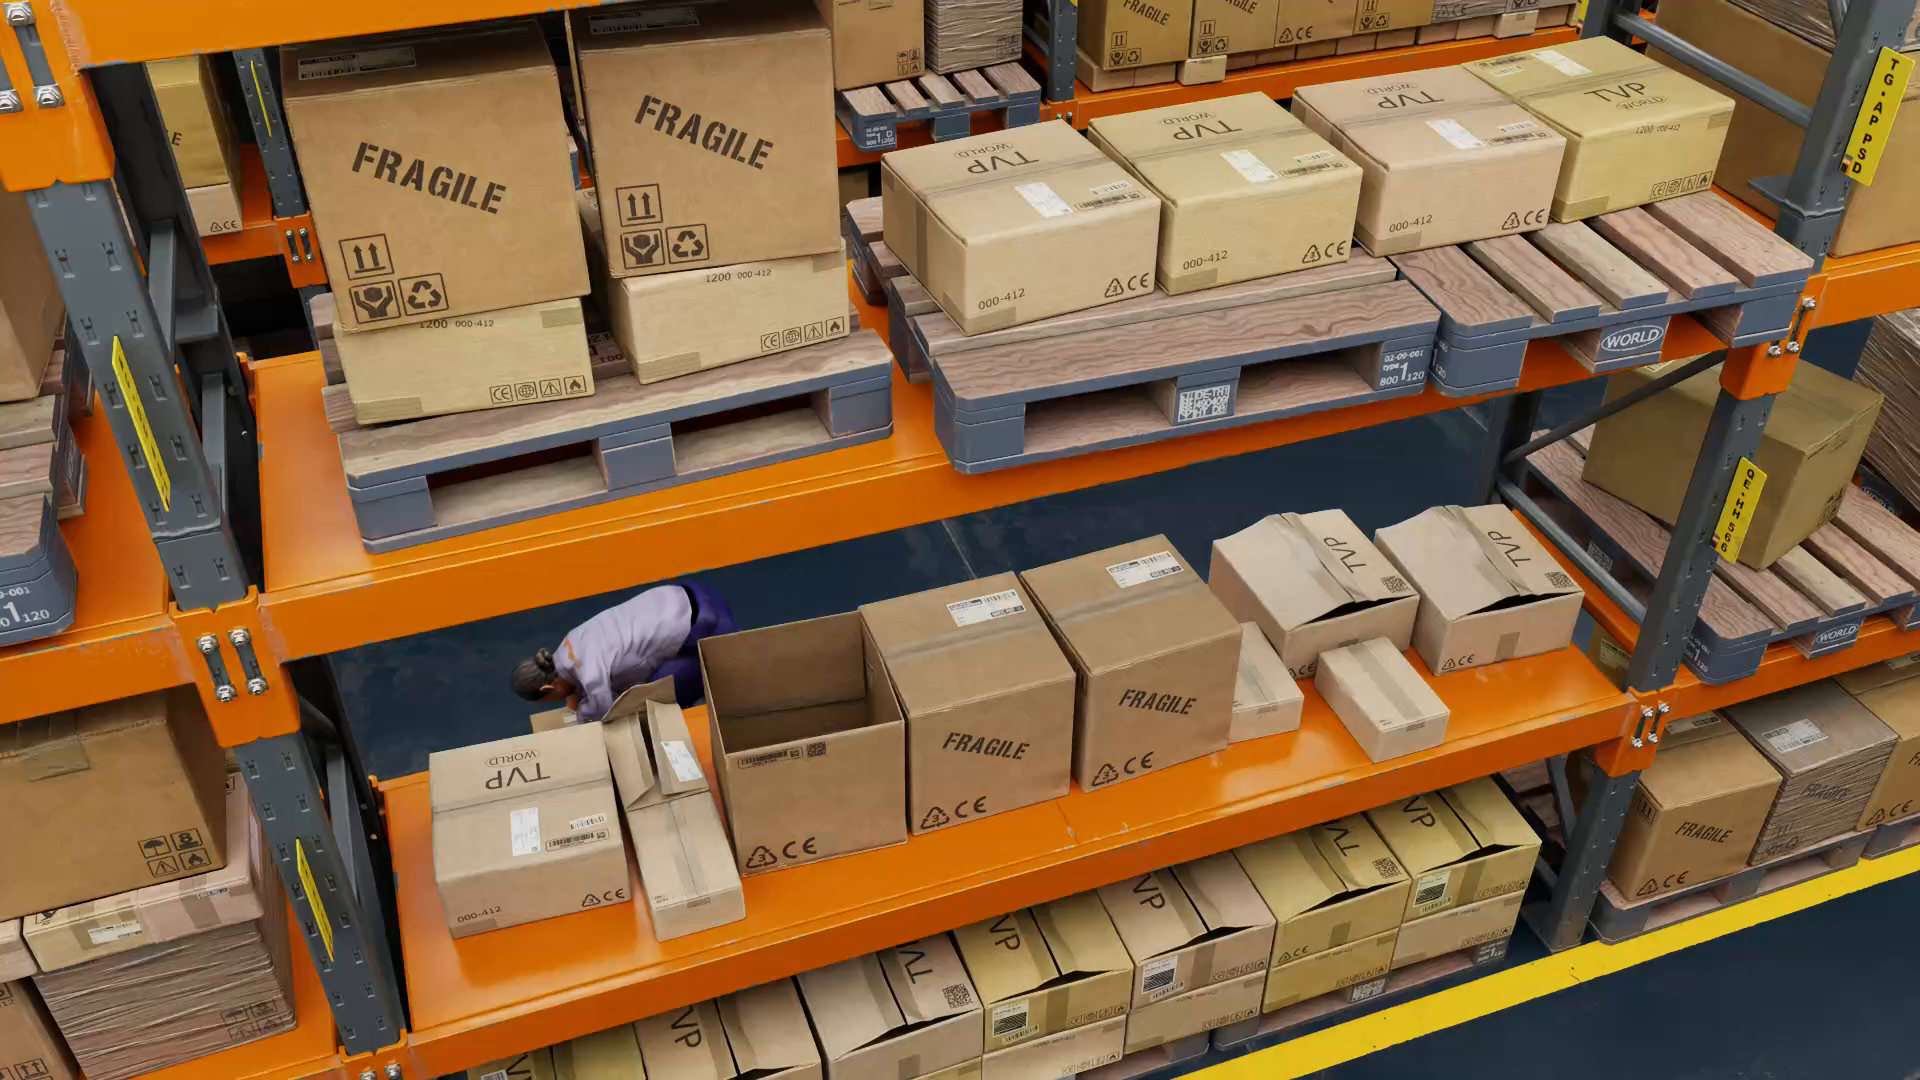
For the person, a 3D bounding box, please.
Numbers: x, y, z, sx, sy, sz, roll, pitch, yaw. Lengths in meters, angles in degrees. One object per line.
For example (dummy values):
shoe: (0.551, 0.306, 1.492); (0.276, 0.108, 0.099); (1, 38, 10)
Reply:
person: (-1.304, 0.625, 6.641); (0.898, 0.855, 0.508); (-14, 40, -18)
